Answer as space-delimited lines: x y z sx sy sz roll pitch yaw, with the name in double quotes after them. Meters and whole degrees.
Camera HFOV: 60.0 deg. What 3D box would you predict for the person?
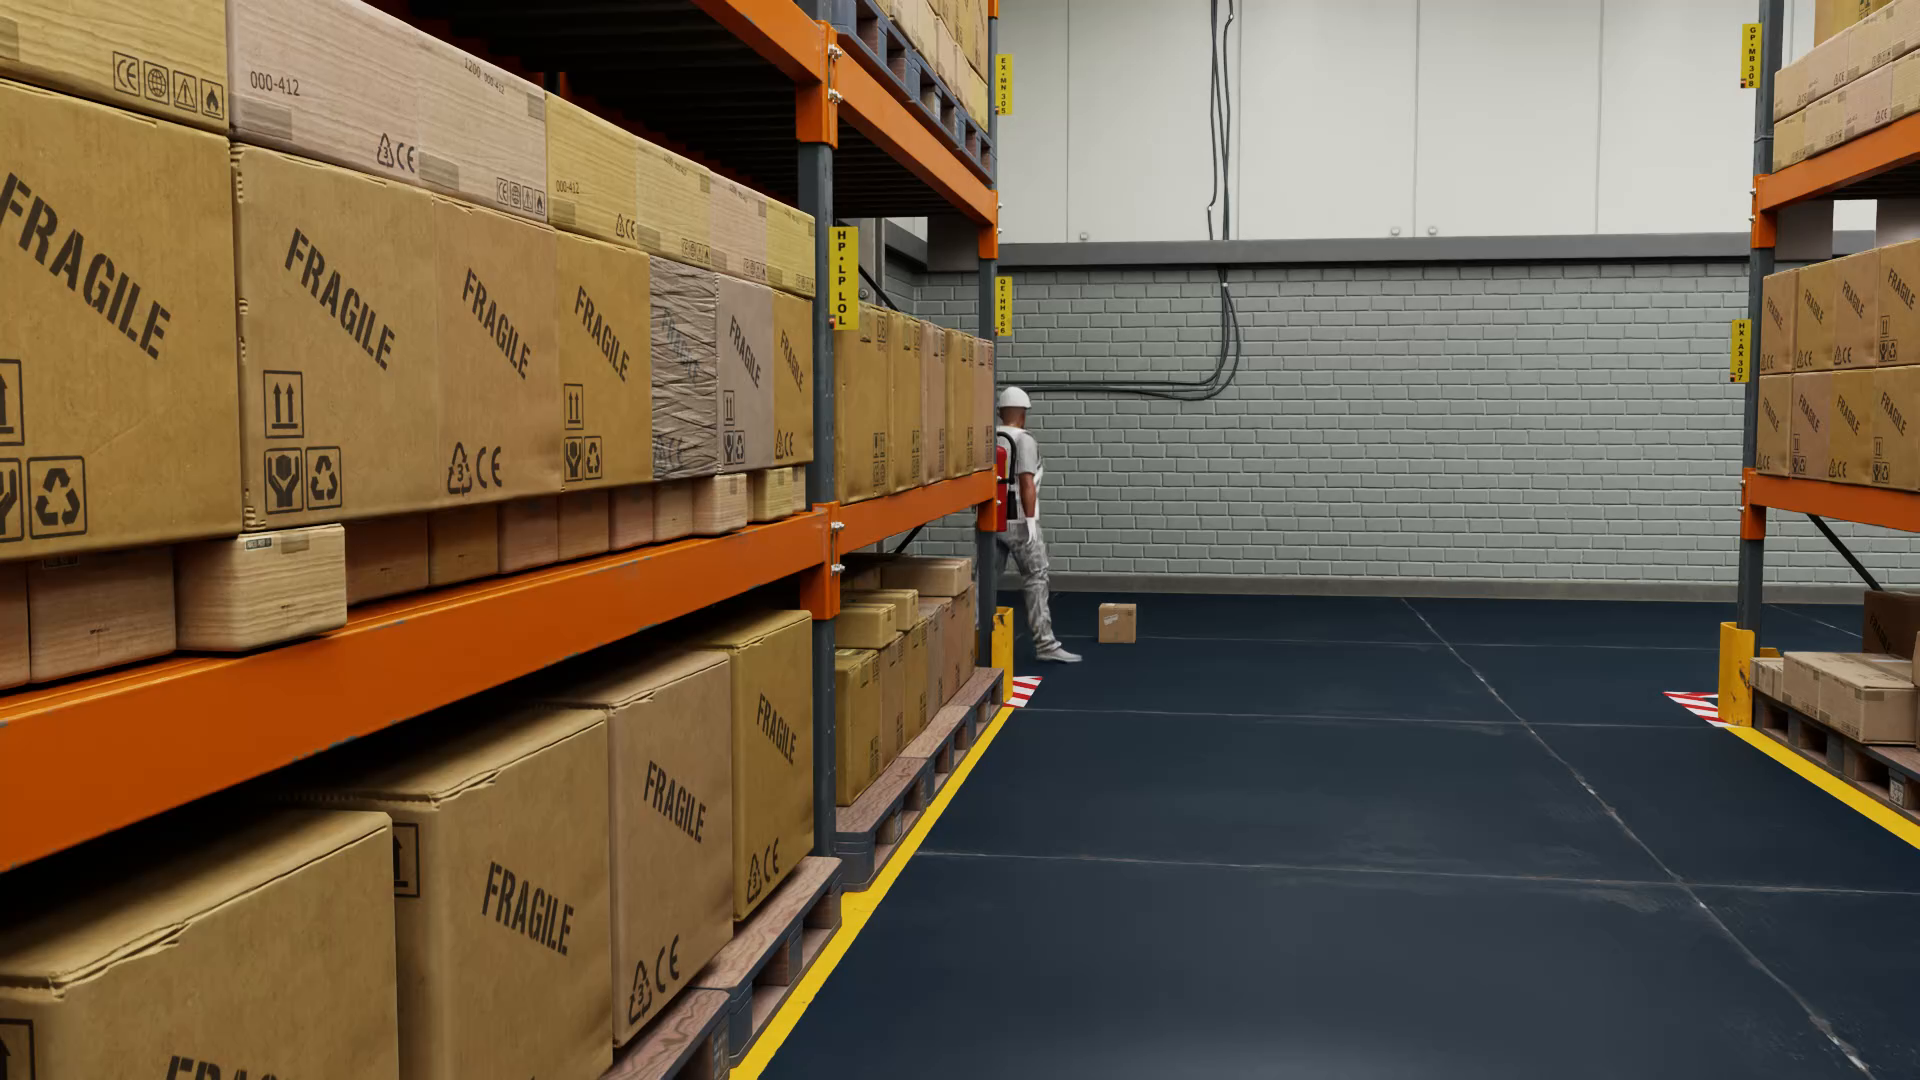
0.327 -0.093 10.702 0.725 1.780 0.635 -4 6 -40 "person"
